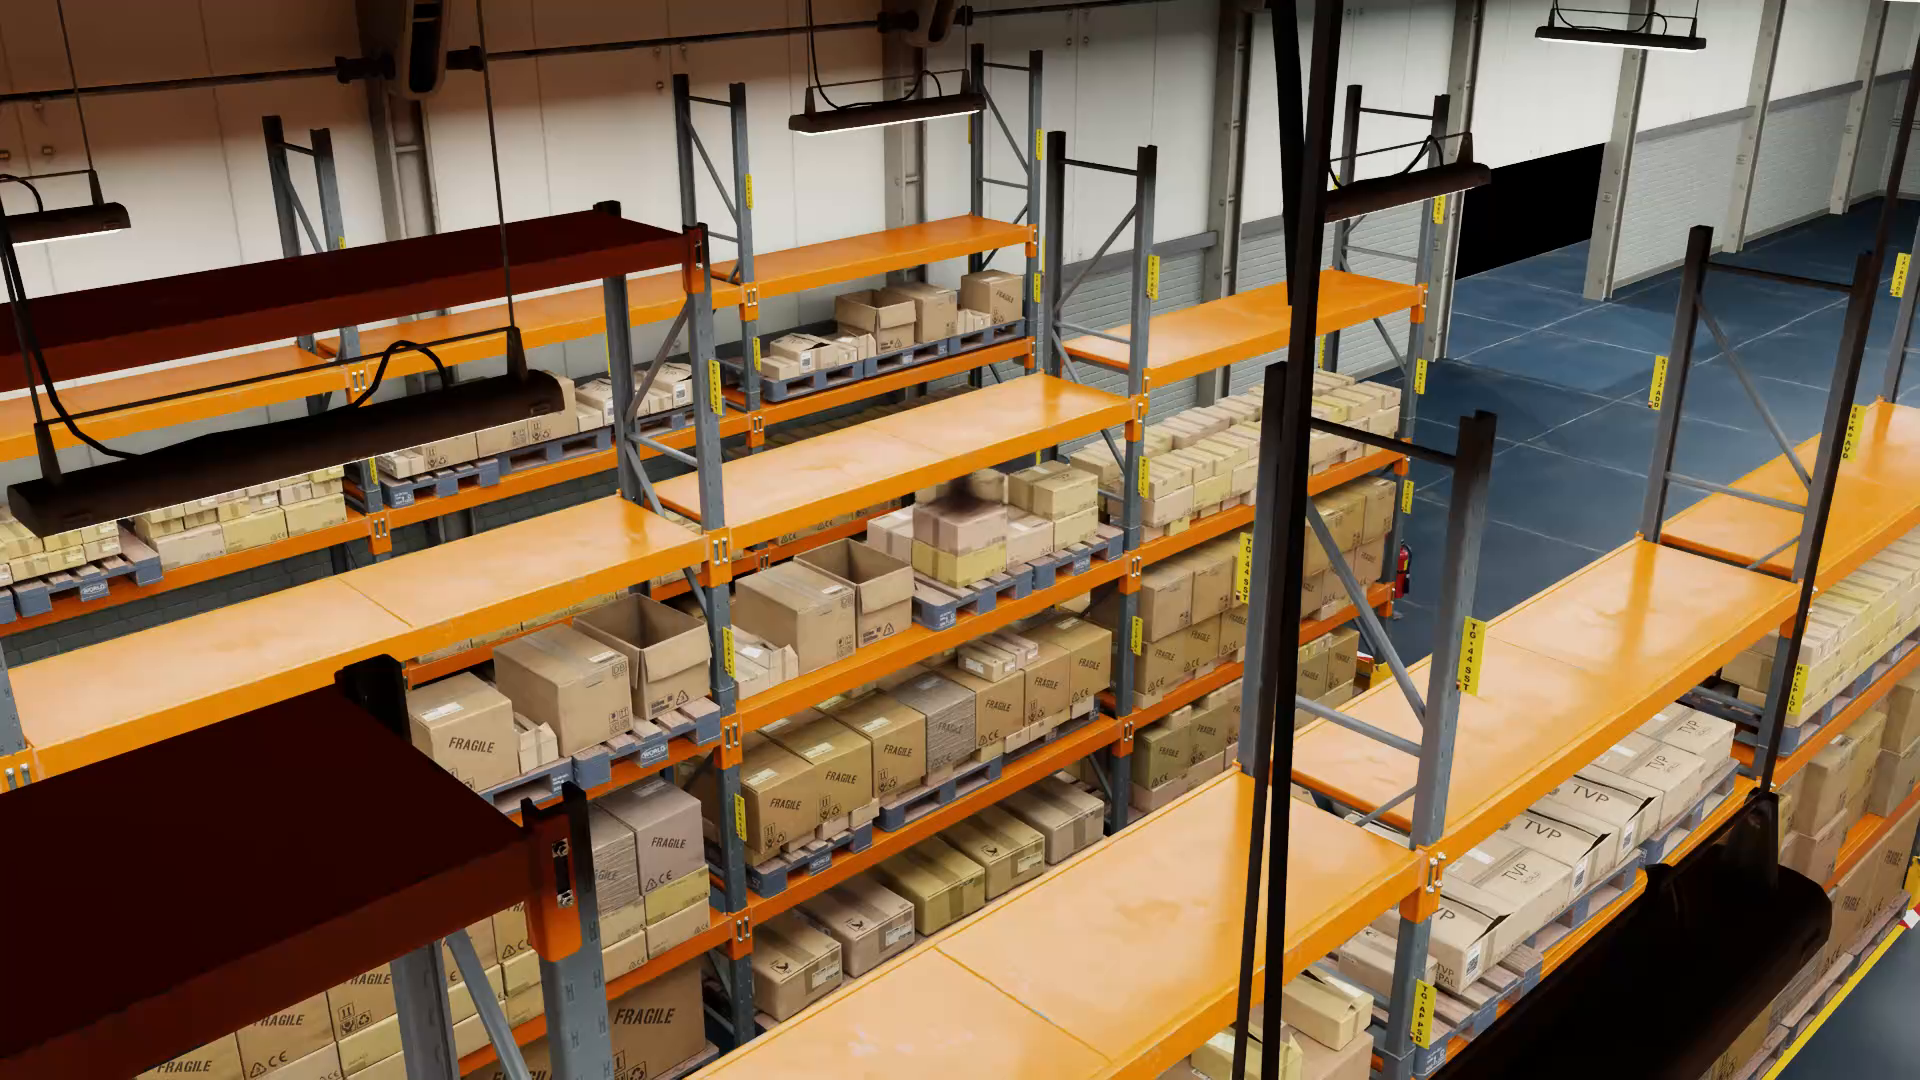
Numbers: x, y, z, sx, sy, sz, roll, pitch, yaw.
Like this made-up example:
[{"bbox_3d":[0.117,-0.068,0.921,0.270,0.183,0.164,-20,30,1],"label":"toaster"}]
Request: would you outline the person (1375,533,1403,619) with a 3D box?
[{"bbox_3d":[4.633,0.077,18.604,0.813,1.568,0.421,13,26,28],"label":"person"}]
